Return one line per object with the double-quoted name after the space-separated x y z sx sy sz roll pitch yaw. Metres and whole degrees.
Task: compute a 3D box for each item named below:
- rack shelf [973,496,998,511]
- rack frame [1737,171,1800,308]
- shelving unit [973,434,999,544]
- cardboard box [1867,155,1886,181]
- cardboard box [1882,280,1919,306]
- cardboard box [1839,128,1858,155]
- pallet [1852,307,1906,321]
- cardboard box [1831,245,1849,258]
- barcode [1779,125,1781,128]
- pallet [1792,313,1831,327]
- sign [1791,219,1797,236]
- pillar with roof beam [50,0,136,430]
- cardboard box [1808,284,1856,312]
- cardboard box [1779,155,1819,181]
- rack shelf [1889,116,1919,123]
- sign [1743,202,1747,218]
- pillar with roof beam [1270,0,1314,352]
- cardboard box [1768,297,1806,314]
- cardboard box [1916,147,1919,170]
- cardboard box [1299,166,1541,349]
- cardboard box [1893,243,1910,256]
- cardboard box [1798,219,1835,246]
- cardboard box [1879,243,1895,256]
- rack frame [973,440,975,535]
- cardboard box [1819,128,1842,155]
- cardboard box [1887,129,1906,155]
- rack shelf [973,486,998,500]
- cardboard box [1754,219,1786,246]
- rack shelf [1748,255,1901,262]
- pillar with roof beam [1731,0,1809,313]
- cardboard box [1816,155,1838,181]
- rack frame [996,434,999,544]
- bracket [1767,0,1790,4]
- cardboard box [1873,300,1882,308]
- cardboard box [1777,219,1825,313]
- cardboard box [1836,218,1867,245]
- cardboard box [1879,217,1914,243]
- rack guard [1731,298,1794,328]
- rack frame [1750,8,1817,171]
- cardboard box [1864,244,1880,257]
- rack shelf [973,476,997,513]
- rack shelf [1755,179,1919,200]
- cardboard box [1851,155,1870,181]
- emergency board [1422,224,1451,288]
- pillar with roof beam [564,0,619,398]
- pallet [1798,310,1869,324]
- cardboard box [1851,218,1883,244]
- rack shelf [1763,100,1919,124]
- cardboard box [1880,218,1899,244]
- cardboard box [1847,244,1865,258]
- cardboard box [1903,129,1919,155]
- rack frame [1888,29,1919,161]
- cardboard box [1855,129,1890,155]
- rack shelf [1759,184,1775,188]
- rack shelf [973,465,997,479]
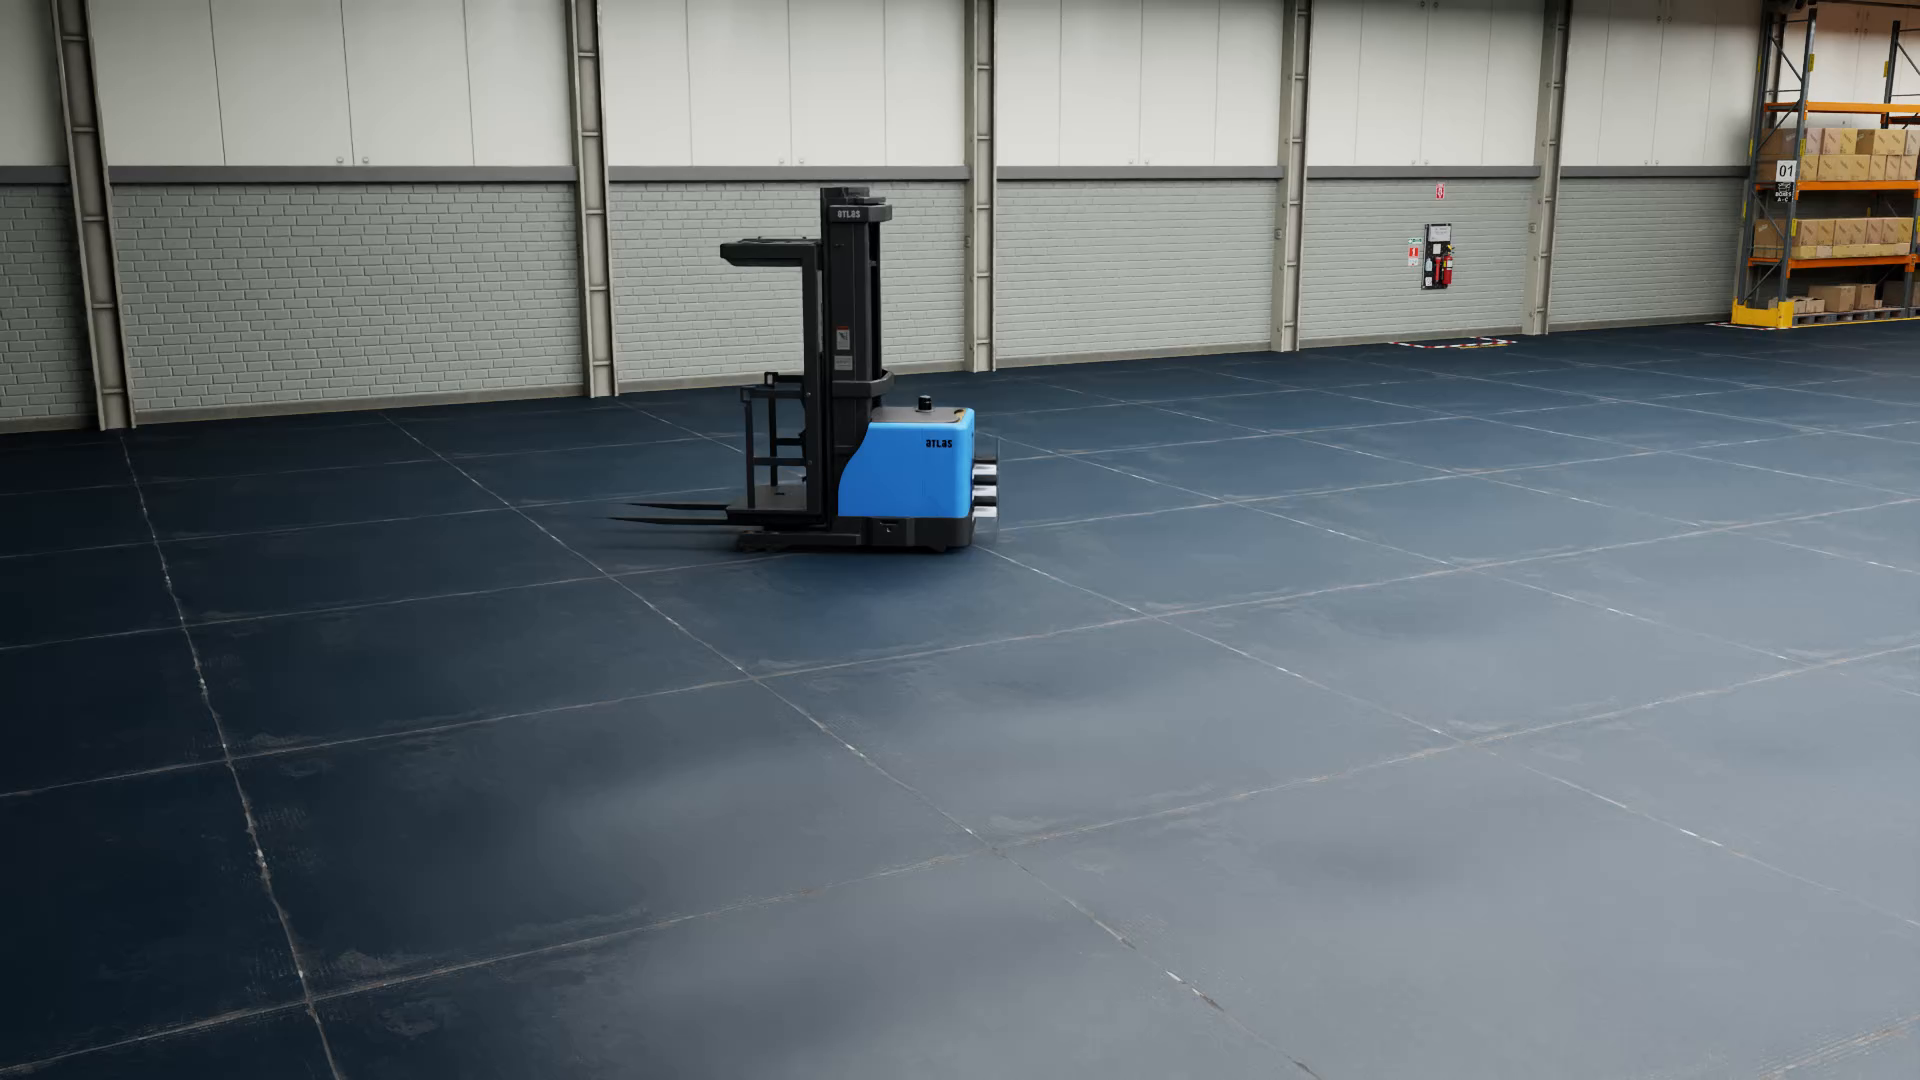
0.215 -0.309 13.996 0.200 0.077 0.258 1 13 4 "rack shelf"
15.909 -5.745 32.806 0.127 3.000 1.000 -7 14 -28 "rack frame"
0.216 -0.430 13.968 0.208 0.900 0.258 1 13 4 "shelving unit"
18.176 -7.471 33.369 0.500 0.500 0.500 -7 15 -30 "cardboard box"
20.058 -5.242 35.260 0.500 0.500 0.700 -6 14 -26 "cardboard box"
17.272 -7.848 32.766 0.500 0.500 0.500 -6 14 -26 "cardboard box"
18.847 -4.728 34.638 1.213 0.211 1.003 -7 14 -28 "pallet"
17.388 -5.782 33.265 0.500 0.250 0.500 -7 15 -29 "cardboard box"
16.292 -8.209 33.050 0.075 0.075 0.001 -7 14 -28 "barcode"
16.705 -4.472 33.497 1.213 0.211 1.003 -7 14 -28 "pallet"
16.169 -6.063 32.247 0.005 0.325 0.100 -7 14 -28 "sign"
-8.161 -4.927 15.505 0.400 9.000 9.100 -7 14 -28 "pillar with roof beam"
17.727 -4.923 33.845 0.500 0.500 0.700 -8 15 -31 "cardboard box"
16.322 -7.254 32.406 0.500 0.500 0.500 -6 14 -26 "cardboard box"
21.175 -8.853 35.054 3.809 0.124 0.919 -7 14 -28 "rack shelf"
25.773 -5.995 26.807 11.725 1.973 20.841 -7 14 -28 "sign"
7.638 -6.820 23.919 0.400 9.000 9.100 -7 14 -28 "pillar with roof beam"
16.559 -4.704 33.299 0.500 0.311 0.500 -9 15 -34 "cardboard box"
19.938 -7.925 34.477 0.500 0.500 0.500 -5 13 -20 "cardboard box"
17.589 -3.166 20.555 14.073 3.347 25.570 -7 14 -27 "cardboard box"
19.149 -5.994 34.209 0.500 0.250 0.500 -7 14 -28 "cardboard box"
16.910 -6.090 32.926 0.500 0.500 0.500 -7 14 -28 "cardboard box"
18.708 -5.944 33.983 0.500 0.250 0.500 -7 14 -28 "cardboard box"
0.114 -0.431 13.976 0.003 0.785 0.228 1 13 4 "rack frame"
16.828 -7.792 32.517 0.500 0.500 0.500 -7 14 -29 "cardboard box"
25.642 -5.667 26.837 7.127 2.151 19.182 -6 14 -25 "cardboard box"
0.215 -0.397 13.976 0.200 0.077 0.258 1 13 4 "rack shelf"
16.220 -6.138 33.140 0.500 0.500 0.500 -7 14 -28 "cardboard box"
17.664 -5.735 33.791 3.809 0.052 0.919 -7 14 -28 "rack shelf"
18.171 -8.083 29.529 0.548 9.000 9.100 -7 14 -28 "pillar with roof beam"
16.810 -7.304 32.626 0.500 0.500 0.500 -6 14 -24 "cardboard box"
0.317 -0.428 13.961 0.006 0.900 0.240 1 13 4 "rack frame"
15.914 -10.556 32.322 0.430 0.232 0.235 -7 14 -28 "bracket"
18.964 -4.936 34.663 0.250 0.166 0.380 -9 16 -35 "cardboard box"
16.760 -5.445 33.112 1.284 1.840 0.795 -6 14 -23 "cardboard box"
17.814 -6.200 33.414 0.500 0.500 0.500 -6 14 -26 "cardboard box"
19.153 -6.359 34.122 0.500 0.500 0.500 -7 14 -28 "cardboard box"
15.975 -4.534 33.116 0.348 0.500 1.175 -7 14 -28 "rack guard"
15.909 -8.672 32.147 0.127 3.000 1.000 -7 14 -28 "rack frame"
18.274 -5.888 33.735 0.500 0.250 0.500 -7 14 -28 "cardboard box"
0.215 -0.380 13.980 0.190 0.281 0.221 1 13 4 "rack shelf"
17.664 -7.068 33.491 4.000 0.370 1.077 -7 14 -28 "rack shelf"
17.724 -7.420 33.141 0.500 0.500 0.500 -6 14 -24 "cardboard box"
8.627 -5.103 29.951 0.585 1.158 0.155 -7 14 -28 "emergency board"
-2.894 -5.558 18.310 0.400 9.000 9.100 -7 14 -28 "pillar with roof beam"
17.775 -4.599 34.064 1.213 0.211 1.003 -7 14 -28 "pallet"
18.270 -6.255 33.658 0.500 0.500 0.500 -7 15 -29 "cardboard box"
17.664 -8.530 33.162 4.000 0.370 1.077 -7 14 -28 "rack shelf"
18.717 -6.306 33.884 0.500 0.500 0.500 -7 14 -28 "cardboard box"
17.833 -5.835 33.499 0.500 0.250 0.500 -7 14 -27 "cardboard box"
19.110 -8.071 33.757 0.550 0.500 0.550 -7 14 -27 "cardboard box"
19.421 -9.092 34.014 0.053 2.616 0.949 -7 14 -28 "rack frame"
18.180 -7.954 33.239 0.500 0.500 0.500 -7 15 -30 "cardboard box"
17.664 -7.138 33.475 3.687 0.071 0.831 -7 14 -28 "rack shelf"
0.215 -0.573 13.936 0.200 0.077 0.258 1 13 4 "rack shelf"
